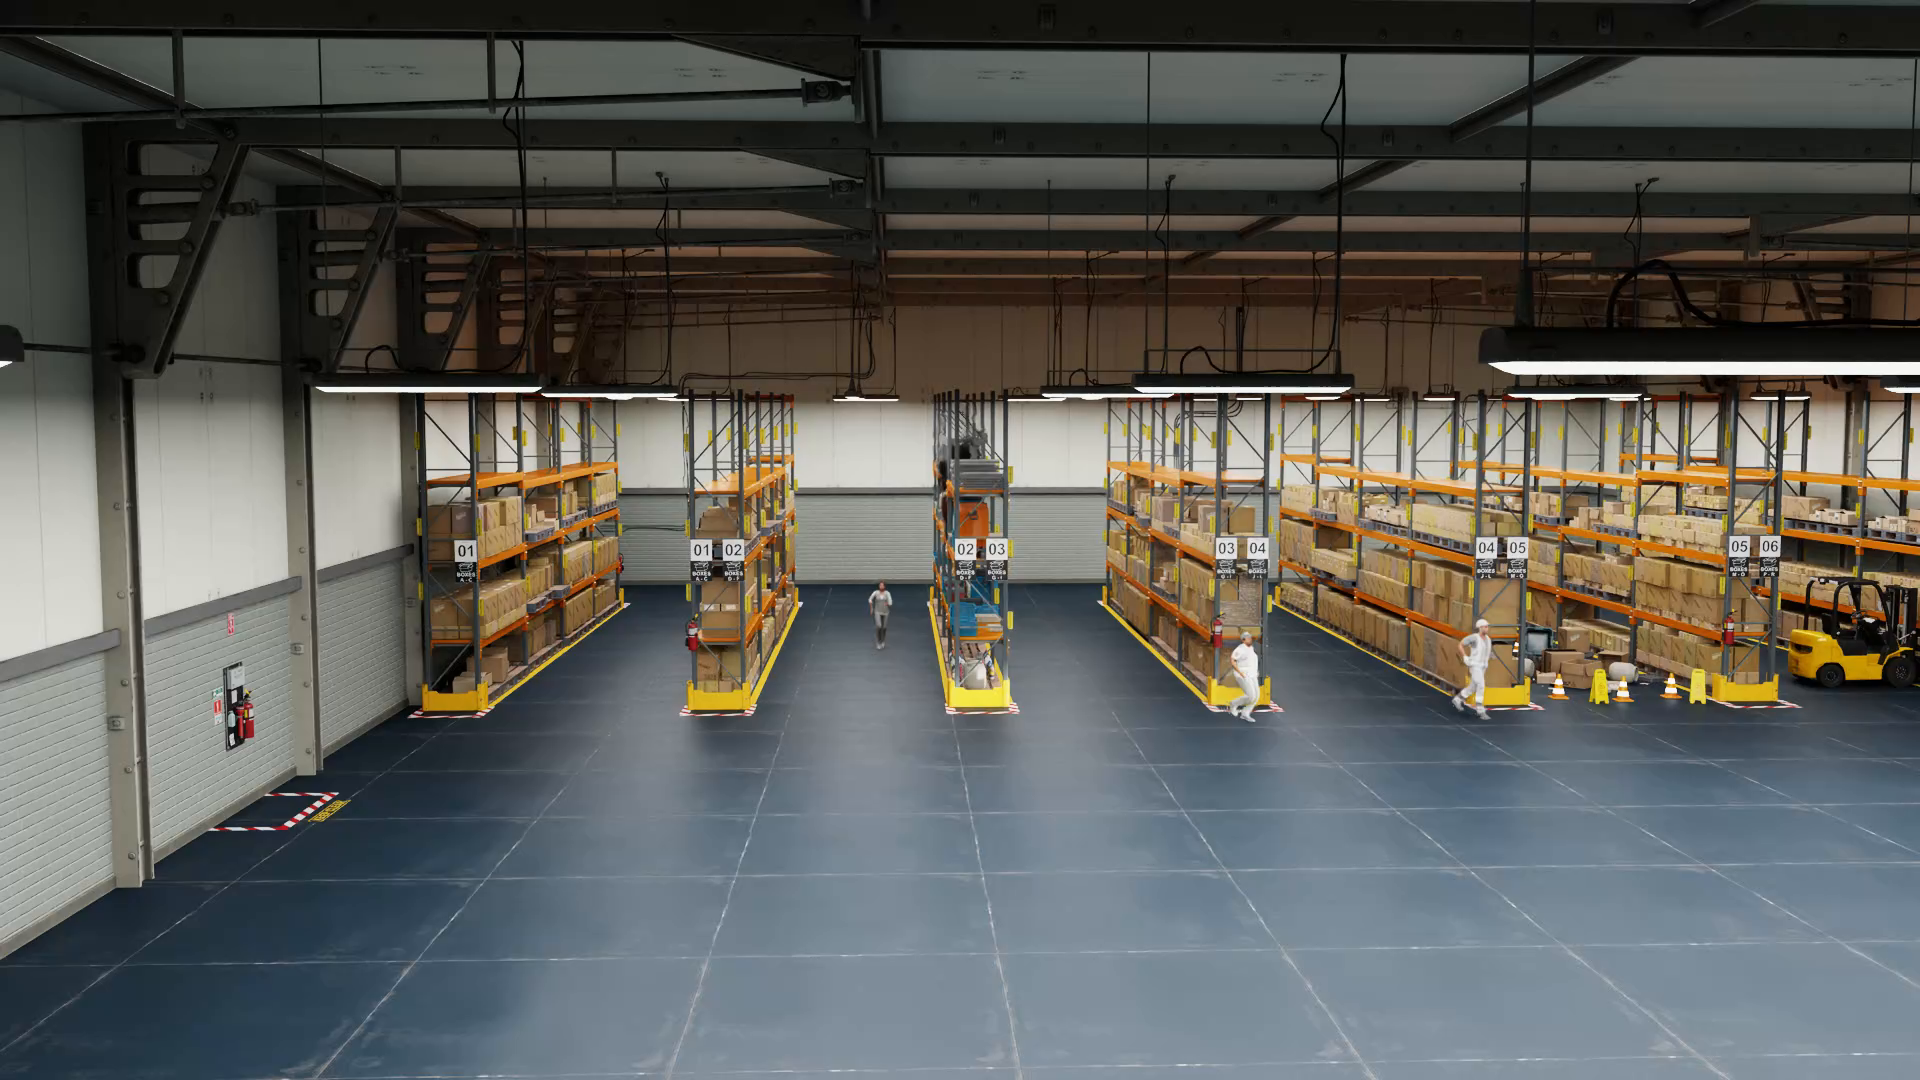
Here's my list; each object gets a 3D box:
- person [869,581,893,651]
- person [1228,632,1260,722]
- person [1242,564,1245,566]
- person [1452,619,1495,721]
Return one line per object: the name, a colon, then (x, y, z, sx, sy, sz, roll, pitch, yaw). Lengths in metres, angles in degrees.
person: (-1.834, 1.764, 38.759, 0.503, 1.639, 0.703, -1, 5, -13)
person: (5.166, 2.470, 30.090, 0.533, 1.620, 0.627, 4, 6, 37)
person: (7.993, 0.979, 48.297, 0.719, 1.678, 0.665, 4, 6, 41)
person: (9.508, 2.355, 30.577, 0.694, 1.789, 0.938, -3, 6, -36)
